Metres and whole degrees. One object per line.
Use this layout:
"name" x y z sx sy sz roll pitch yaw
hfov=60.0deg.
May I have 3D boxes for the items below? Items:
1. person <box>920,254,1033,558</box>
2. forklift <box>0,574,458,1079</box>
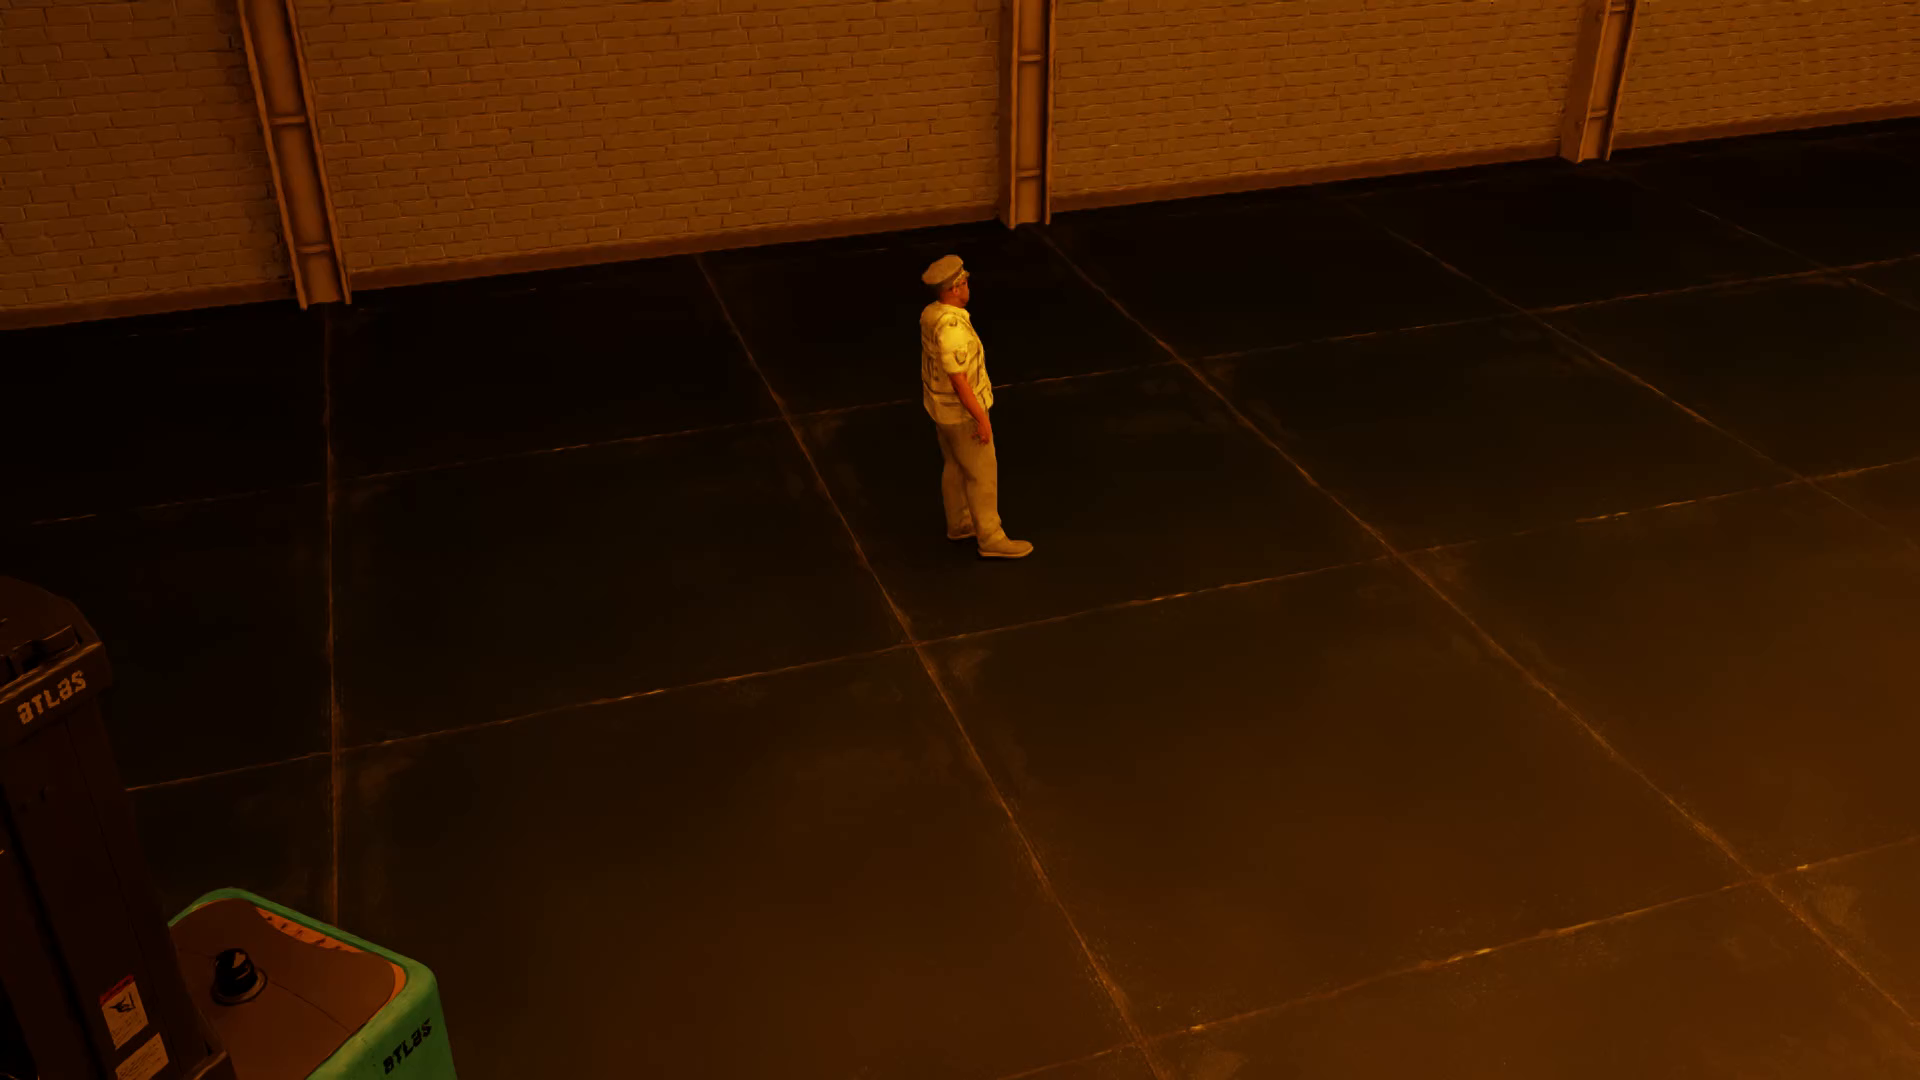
"person" 0.078 -0.786 9.589 0.574 1.781 0.640 -10 31 -16
"forklift" -2.805 1.615 4.280 1.130 2.935 3.031 14 33 23
